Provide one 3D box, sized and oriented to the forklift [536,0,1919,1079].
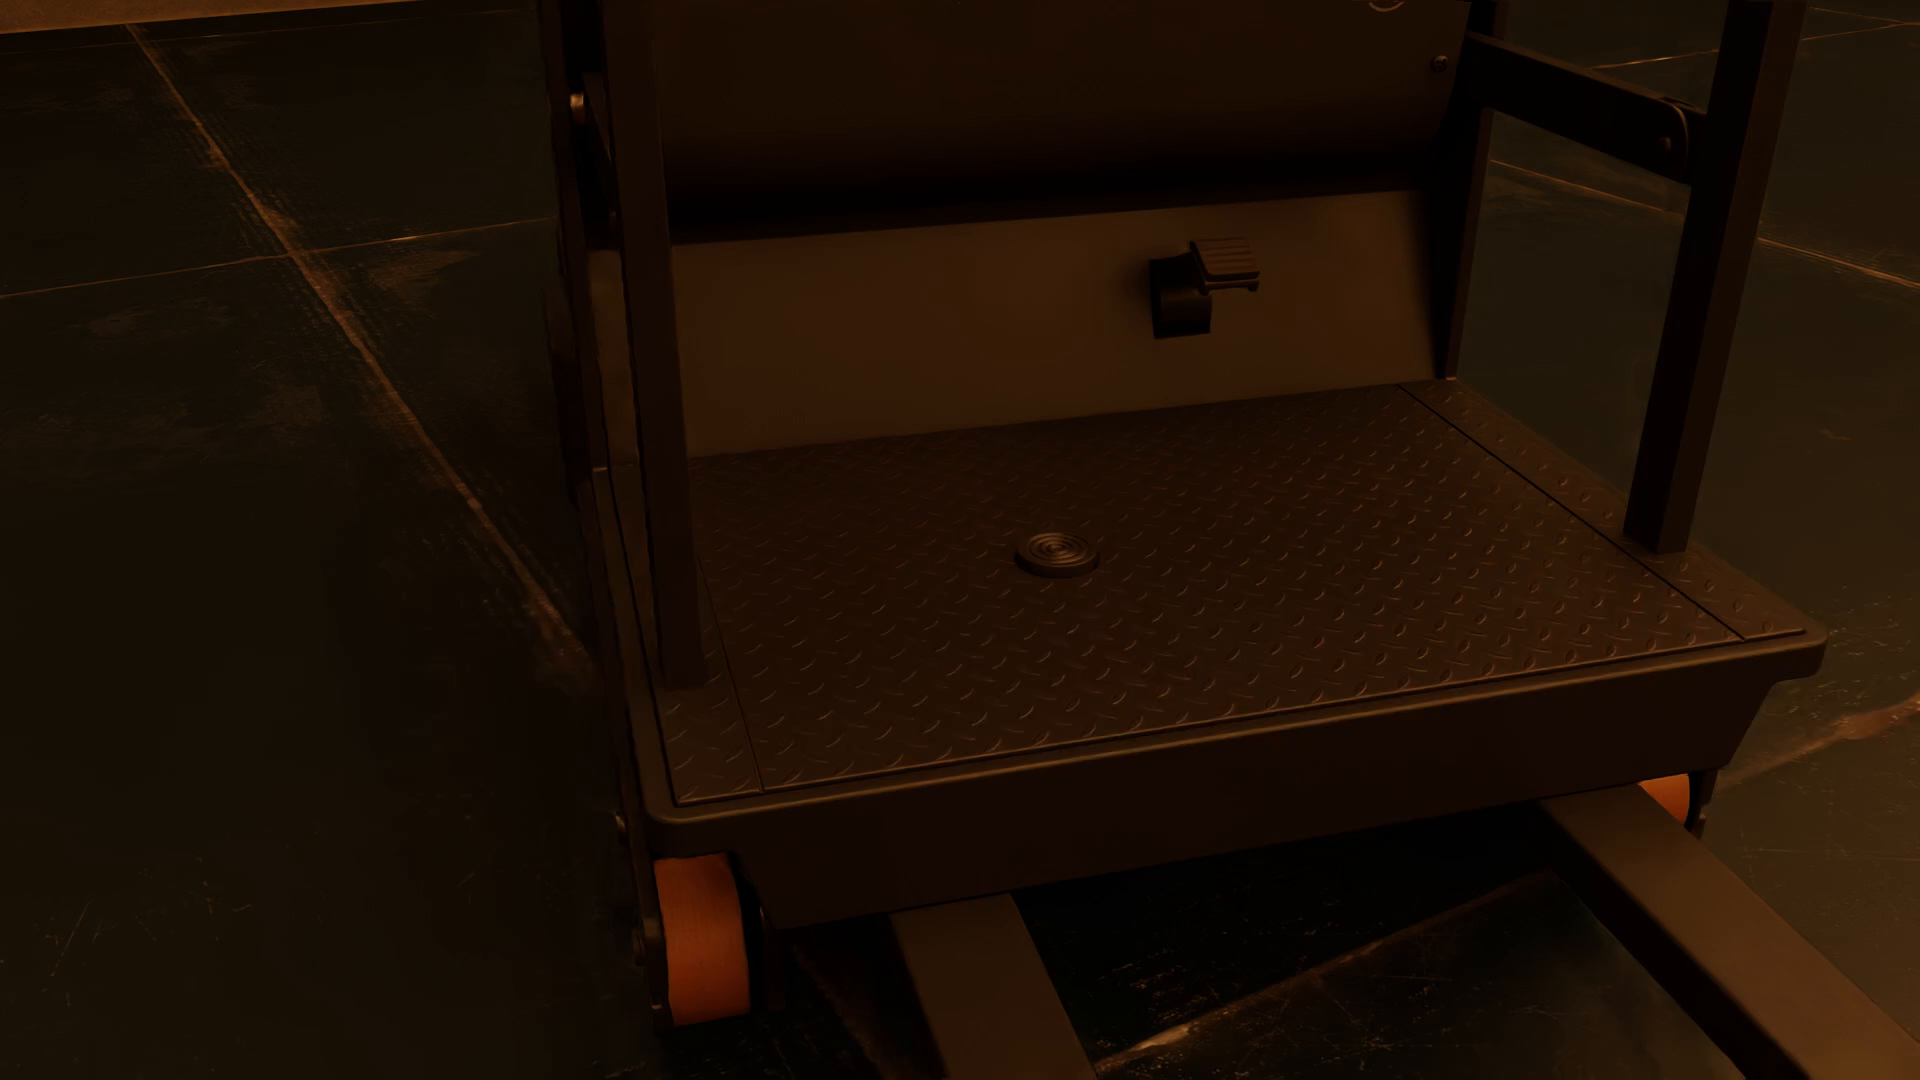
[{"bbox_3d":[0.161,-1.041,1.312,1.130,2.935,3.031,-7,28,-13],"label":"forklift"}]
